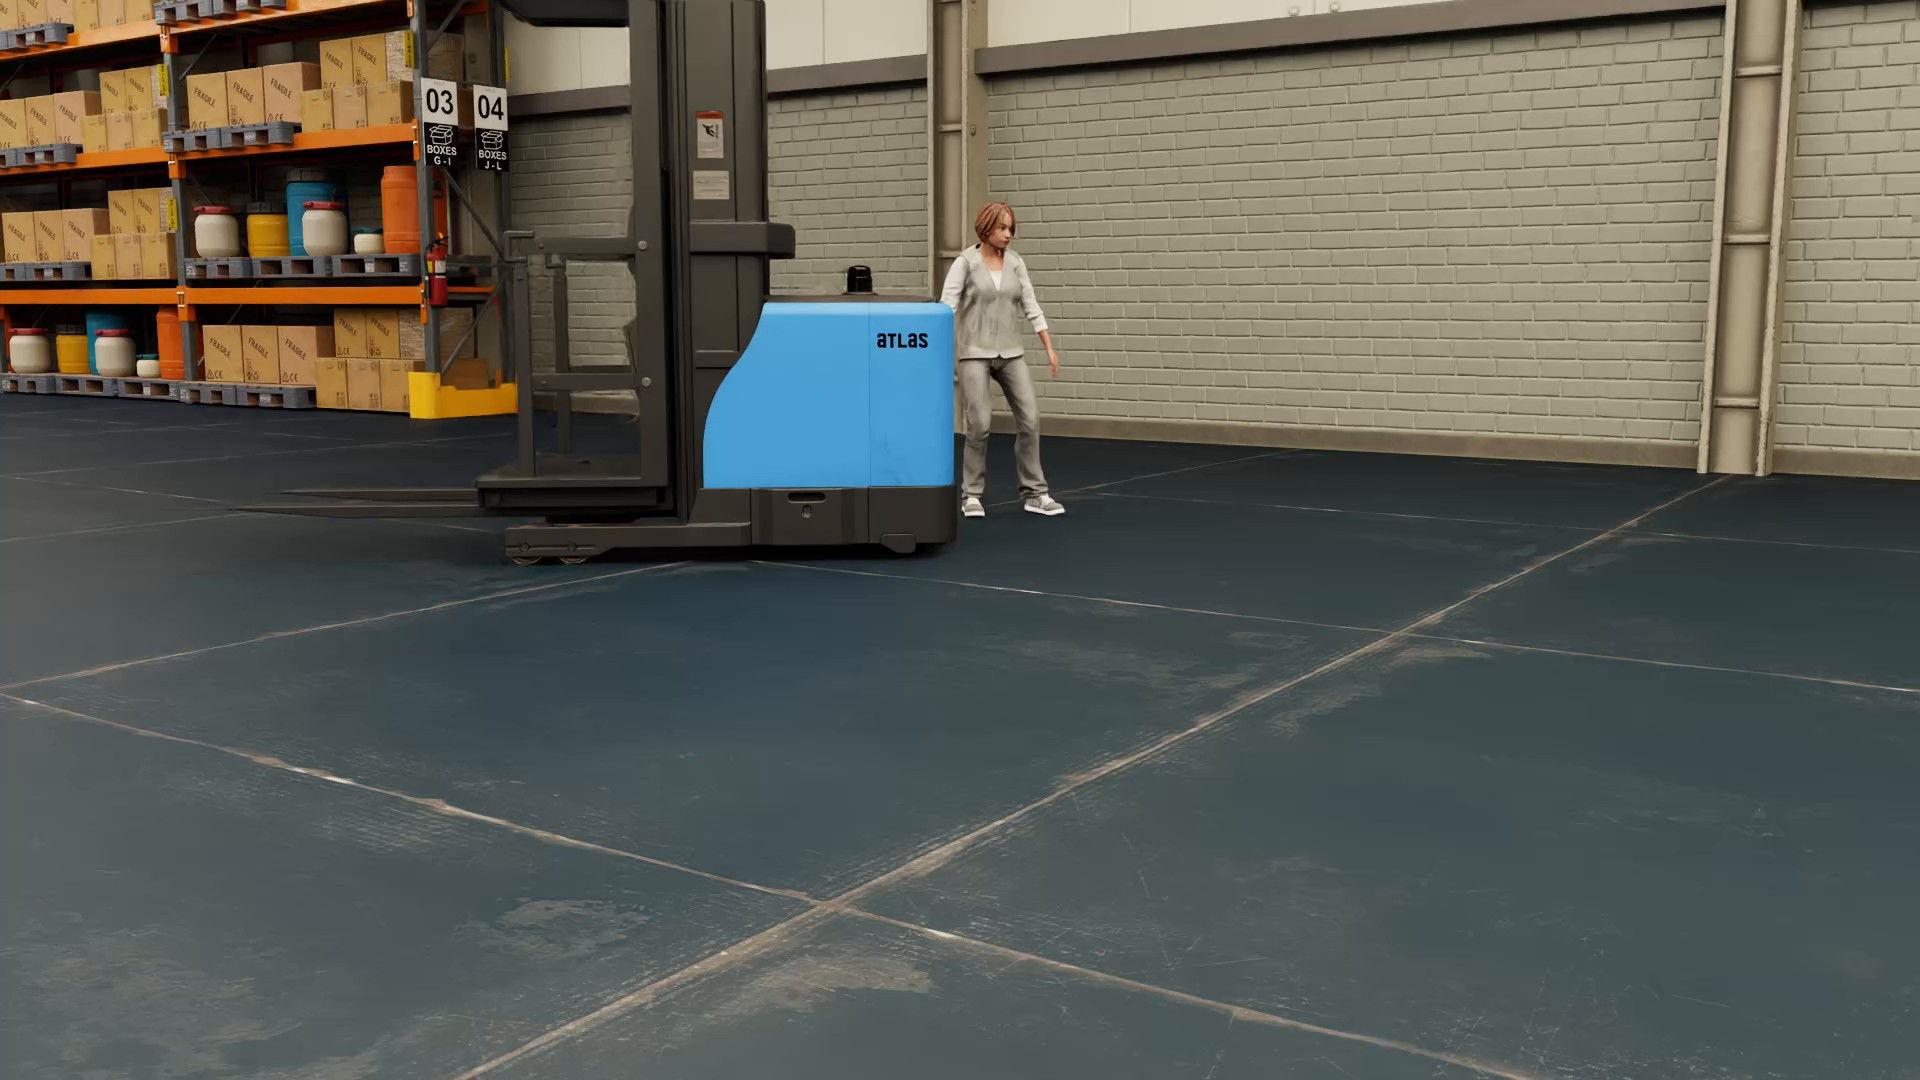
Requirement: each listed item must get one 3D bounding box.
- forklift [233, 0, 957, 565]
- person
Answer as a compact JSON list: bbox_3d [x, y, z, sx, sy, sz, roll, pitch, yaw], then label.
[{"bbox_3d":[-1.556,-1.425,7.215,3.031,2.935,1.130,-1,8,-4],"label":"forklift"},{"bbox_3d":[0.180,-0.896,8.379,0.650,1.560,0.357,-3,9,-22],"label":"person"}]
